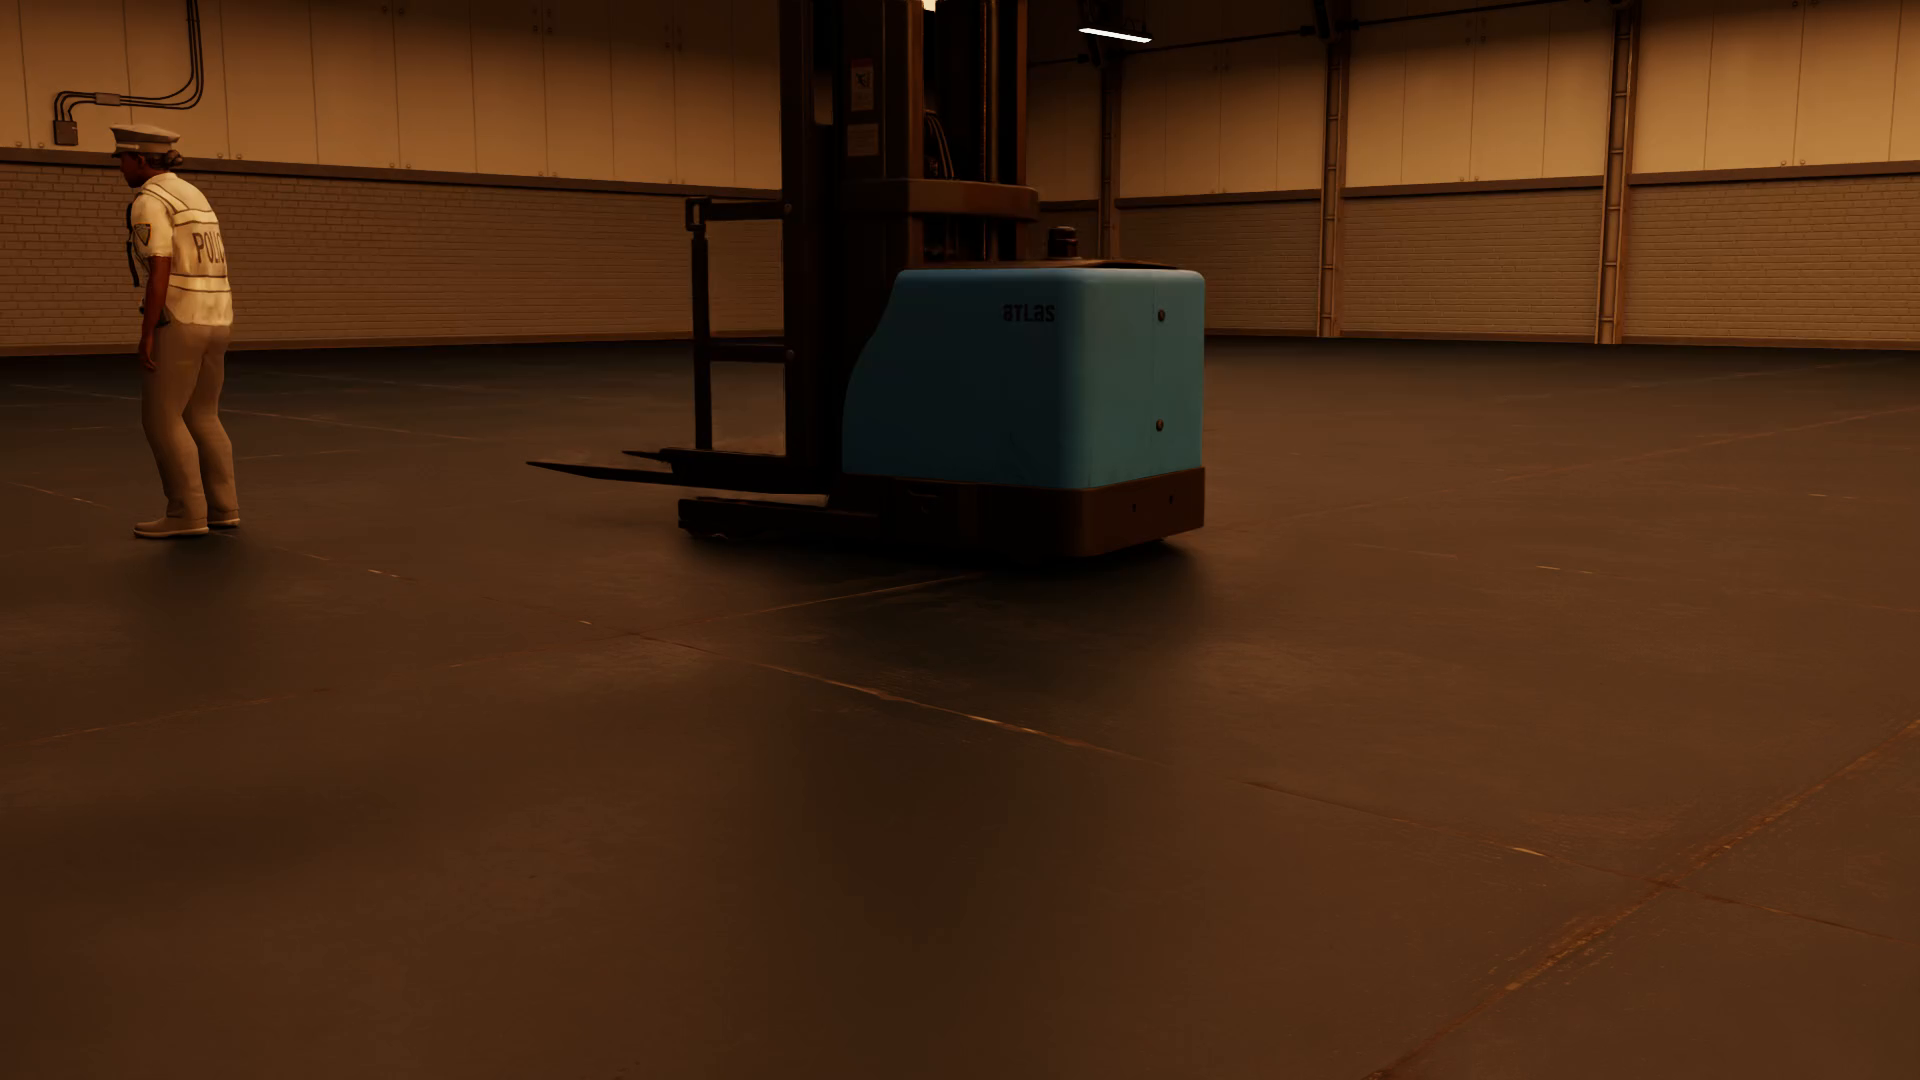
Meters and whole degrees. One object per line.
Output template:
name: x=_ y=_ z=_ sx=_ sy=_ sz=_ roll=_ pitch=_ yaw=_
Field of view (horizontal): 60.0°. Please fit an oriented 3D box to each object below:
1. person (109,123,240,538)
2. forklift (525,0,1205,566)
person: x=-3.200 y=-0.853 z=6.813 sx=0.398 sy=1.660 sz=0.530 roll=0 pitch=9 yaw=2
forklift: x=-0.543 y=-1.500 z=6.837 sx=3.031 sy=2.935 sz=1.130 roll=6 pitch=10 yaw=33
